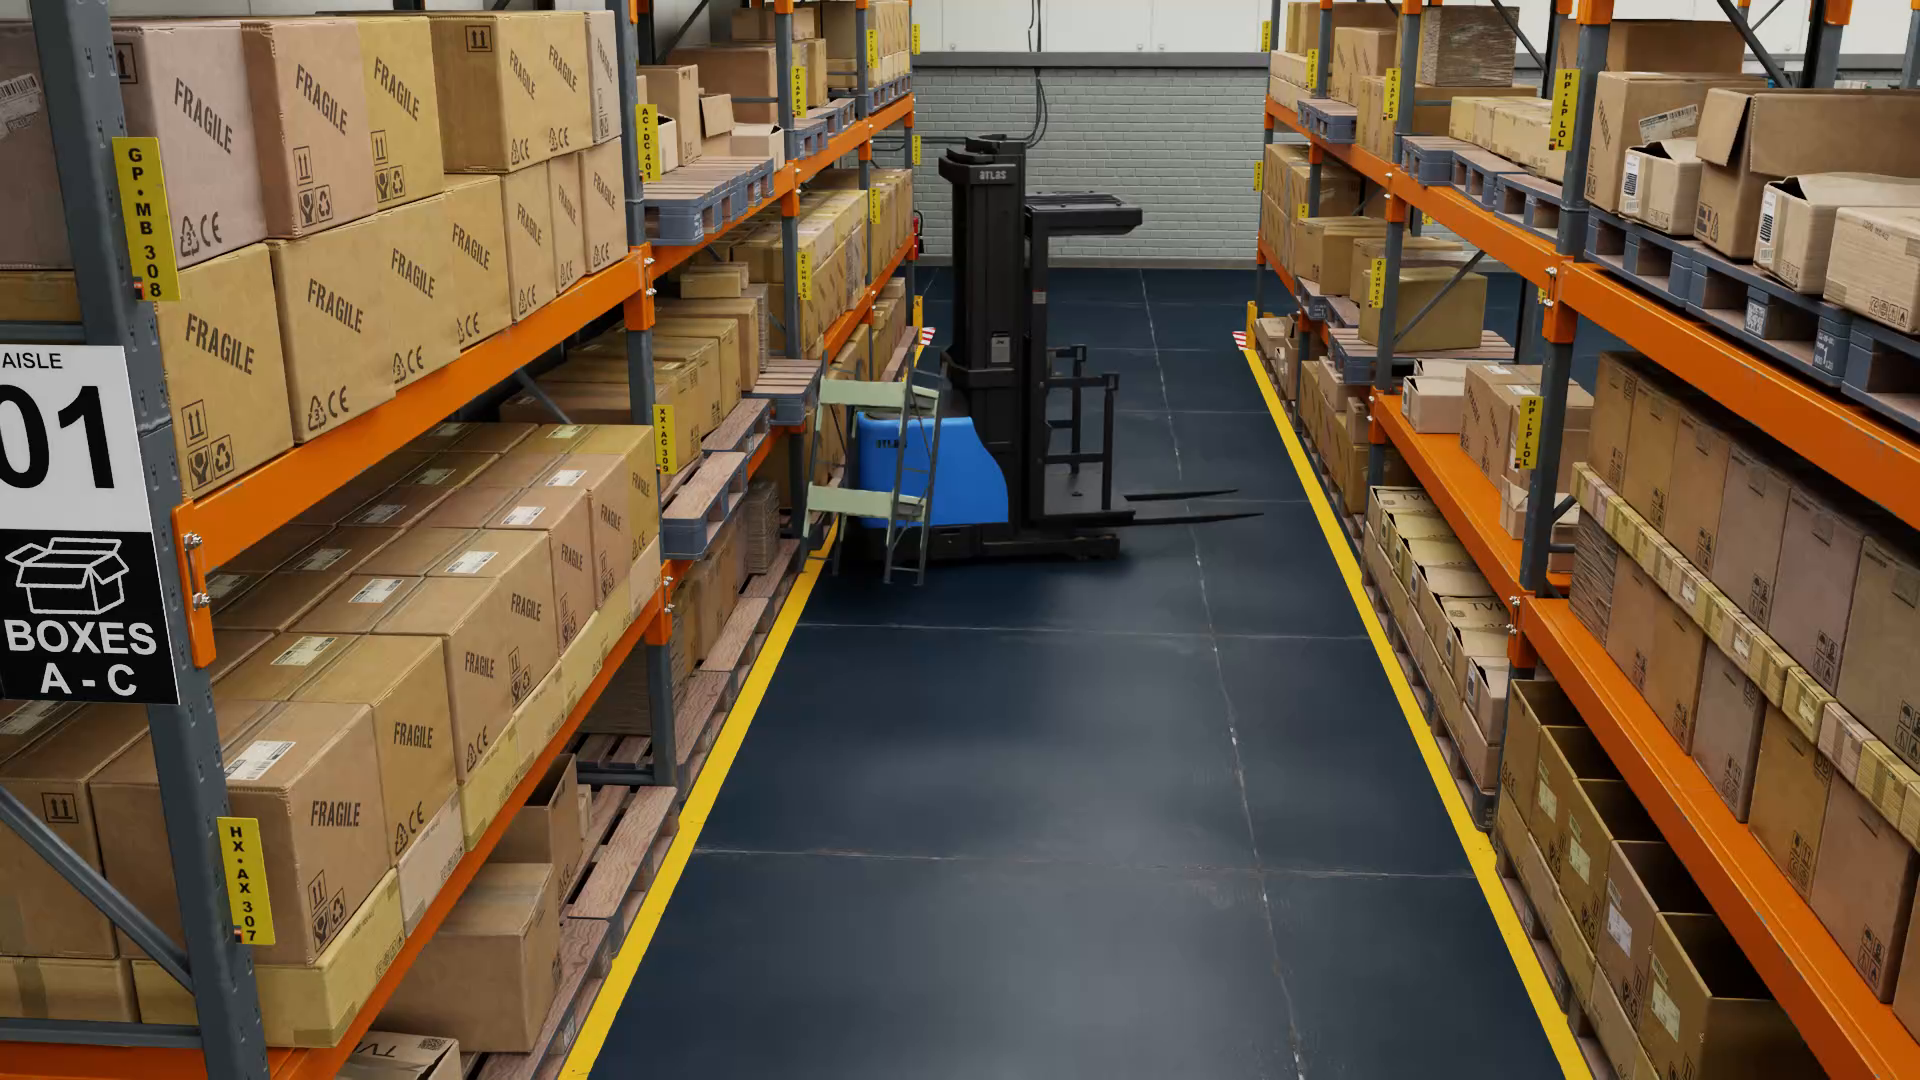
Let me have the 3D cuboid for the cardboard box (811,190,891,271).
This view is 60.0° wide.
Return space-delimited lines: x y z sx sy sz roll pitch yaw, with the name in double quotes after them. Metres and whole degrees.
-1.210 -3.080 16.523 0.980 0.700 0.700 1 18 3 "cardboard box"

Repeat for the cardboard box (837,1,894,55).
-0.932 -5.029 16.336 0.500 0.500 0.500 1 18 4 "cardboard box"

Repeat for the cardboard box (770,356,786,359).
-1.355 -1.287 11.906 0.380 0.149 0.250 1 18 3 "cardboard box"

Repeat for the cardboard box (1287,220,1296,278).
3.434 -2.802 15.996 0.500 0.500 0.500 2 18 5 "cardboard box"

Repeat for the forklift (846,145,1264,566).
0.708 -1.377 12.020 3.031 2.867 1.129 -3 18 -9 "forklift"

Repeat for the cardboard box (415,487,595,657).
-1.699 0.113 6.267 0.500 0.500 0.500 1 18 2 "cardboard box"

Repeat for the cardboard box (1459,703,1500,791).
2.785 1.023 8.224 0.500 0.250 0.500 1 18 3 "cardboard box"

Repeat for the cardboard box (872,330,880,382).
-1.167 -1.784 16.391 0.700 0.500 0.500 2 18 5 "cardboard box"

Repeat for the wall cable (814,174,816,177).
-1.888 -4.686 20.276 0.084 1.984 1.851 1 18 4 "wall cable"

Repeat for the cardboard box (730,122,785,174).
-1.392 -2.463 10.417 0.500 0.311 0.500 1 18 4 "cardboard box"

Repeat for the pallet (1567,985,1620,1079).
2.861 2.003 5.972 1.003 0.211 1.213 1 18 4 "pallet"

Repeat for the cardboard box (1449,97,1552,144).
3.355 -2.602 10.297 0.500 0.250 0.500 0 18 0 "cardboard box"

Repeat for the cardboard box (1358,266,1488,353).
3.264 -1.636 11.763 0.700 0.500 0.500 -5 19 -15 "cardboard box"

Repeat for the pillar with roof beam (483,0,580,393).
1.728 -3.670 9.173 9.100 9.000 0.400 1 18 4 "pillar with roof beam"

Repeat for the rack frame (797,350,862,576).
-0.882 -0.515 11.305 0.023 1.500 0.400 6 -1 35 "rack frame"

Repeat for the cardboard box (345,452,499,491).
-2.179 -0.051 6.765 0.500 0.500 0.500 1 18 4 "cardboard box"

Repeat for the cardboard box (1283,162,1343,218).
3.467 -3.434 16.320 0.500 0.500 0.500 1 18 4 "cardboard box"

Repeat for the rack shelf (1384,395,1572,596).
3.188 -0.355 9.415 0.919 0.052 3.809 1 18 4 "rack shelf"

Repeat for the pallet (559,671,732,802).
-1.842 1.025 8.955 1.003 0.211 1.213 1 18 4 "pallet"

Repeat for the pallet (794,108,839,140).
-1.539 -3.184 12.810 1.003 0.211 1.213 2 18 6 "pallet"

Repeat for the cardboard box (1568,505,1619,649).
3.019 0.142 7.012 0.700 0.500 0.500 1 18 2 "cardboard box"

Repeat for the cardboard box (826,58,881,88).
-1.011 -4.352 15.477 0.500 0.250 0.500 1 18 4 "cardboard box"

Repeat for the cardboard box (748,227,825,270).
-1.282 -2.157 12.314 0.500 0.250 0.500 1 18 3 "cardboard box"

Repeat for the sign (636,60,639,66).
-2.163 -3.024 11.059 0.100 0.325 0.005 1 18 4 "sign"

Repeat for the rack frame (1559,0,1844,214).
3.045 -2.799 6.514 1.000 3.000 0.127 1 18 4 "rack frame"

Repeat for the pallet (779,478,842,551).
-1.478 -0.218 12.750 1.003 0.211 1.213 1 18 4 "pallet"

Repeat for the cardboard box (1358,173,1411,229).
3.933 -3.096 15.287 0.500 0.500 0.500 2 18 5 "cardboard box"

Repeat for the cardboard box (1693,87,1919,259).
2.801 -1.180 5.326 0.797 0.503 0.637 3 18 10 "cardboard box"

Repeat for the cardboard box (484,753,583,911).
-1.931 1.244 7.117 0.500 0.500 0.500 0 18 0 "cardboard box"

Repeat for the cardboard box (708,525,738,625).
-1.770 0.216 10.255 0.700 0.500 0.500 1 18 4 "cardboard box"

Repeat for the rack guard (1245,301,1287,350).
3.899 -2.464 19.140 1.175 0.500 0.348 1 18 4 "rack guard"

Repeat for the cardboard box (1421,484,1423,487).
3.681 -0.510 12.469 0.500 0.500 0.500 1 18 2 "cardboard box"

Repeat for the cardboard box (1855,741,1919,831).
2.631 0.654 4.406 0.380 0.149 0.250 1 18 3 "cardboard box"

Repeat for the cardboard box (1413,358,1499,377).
3.262 -1.036 10.912 0.500 0.311 0.500 2 18 7 "cardboard box"

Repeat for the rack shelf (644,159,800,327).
-1.753 -1.763 9.323 1.077 0.370 4.000 1 18 4 "rack shelf"

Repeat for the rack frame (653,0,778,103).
-1.606 -4.151 10.639 0.949 2.616 0.053 1 18 4 "rack frame"

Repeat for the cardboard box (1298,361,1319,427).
3.340 -1.309 14.910 0.500 0.500 0.500 0 18 1 "cardboard box"

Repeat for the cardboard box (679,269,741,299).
-1.613 -1.657 10.754 0.380 0.149 0.250 -2 18 -5 "cardboard box"

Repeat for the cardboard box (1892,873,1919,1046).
2.804 1.102 4.083 0.700 0.500 0.500 1 18 4 "cardboard box"

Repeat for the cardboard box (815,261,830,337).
-1.273 -1.806 12.447 0.500 0.500 0.500 2 18 6 "cardboard box"

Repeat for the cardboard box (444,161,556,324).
-1.737 -1.048 5.795 0.500 0.500 0.500 1 18 2 "cardboard box"

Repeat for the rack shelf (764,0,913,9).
-1.180 -5.483 16.501 1.077 0.370 4.000 1 18 4 "rack shelf"

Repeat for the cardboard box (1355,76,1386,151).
3.403 -3.120 12.149 0.910 0.500 0.500 1 18 4 "cardboard box"

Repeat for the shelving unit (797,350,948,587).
-0.585 -0.484 11.094 0.755 1.500 0.431 6 -1 35 "shelving unit"

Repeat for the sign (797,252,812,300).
-1.068 -1.804 11.378 0.100 0.325 0.005 1 18 4 "sign"

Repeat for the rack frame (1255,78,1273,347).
3.905 -3.675 18.822 1.000 3.000 0.127 1 18 4 "rack frame"

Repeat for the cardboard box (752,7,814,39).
-1.517 -4.310 13.872 0.500 0.250 0.500 3 18 8 "cardboard box"

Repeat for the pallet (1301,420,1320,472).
3.598 -0.854 14.692 1.003 0.211 1.213 1 18 4 "pallet"

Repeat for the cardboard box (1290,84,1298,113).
3.461 -4.255 16.014 0.500 0.250 0.500 1 18 4 "cardboard box"

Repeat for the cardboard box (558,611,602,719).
-1.693 0.469 6.384 0.500 0.250 0.500 1 18 4 "cardboard box"

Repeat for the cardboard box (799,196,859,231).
-1.148 -2.788 14.239 0.500 0.250 0.500 2 18 5 "cardboard box"

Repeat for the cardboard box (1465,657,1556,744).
2.788 0.760 8.127 0.500 0.311 0.500 1 18 4 "cardboard box"

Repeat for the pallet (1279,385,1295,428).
3.668 -1.321 16.116 1.003 0.211 1.213 1 18 4 "pallet"

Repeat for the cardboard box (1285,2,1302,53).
3.764 -5.310 17.228 0.700 0.500 0.500 1 18 4 "cardboard box"
